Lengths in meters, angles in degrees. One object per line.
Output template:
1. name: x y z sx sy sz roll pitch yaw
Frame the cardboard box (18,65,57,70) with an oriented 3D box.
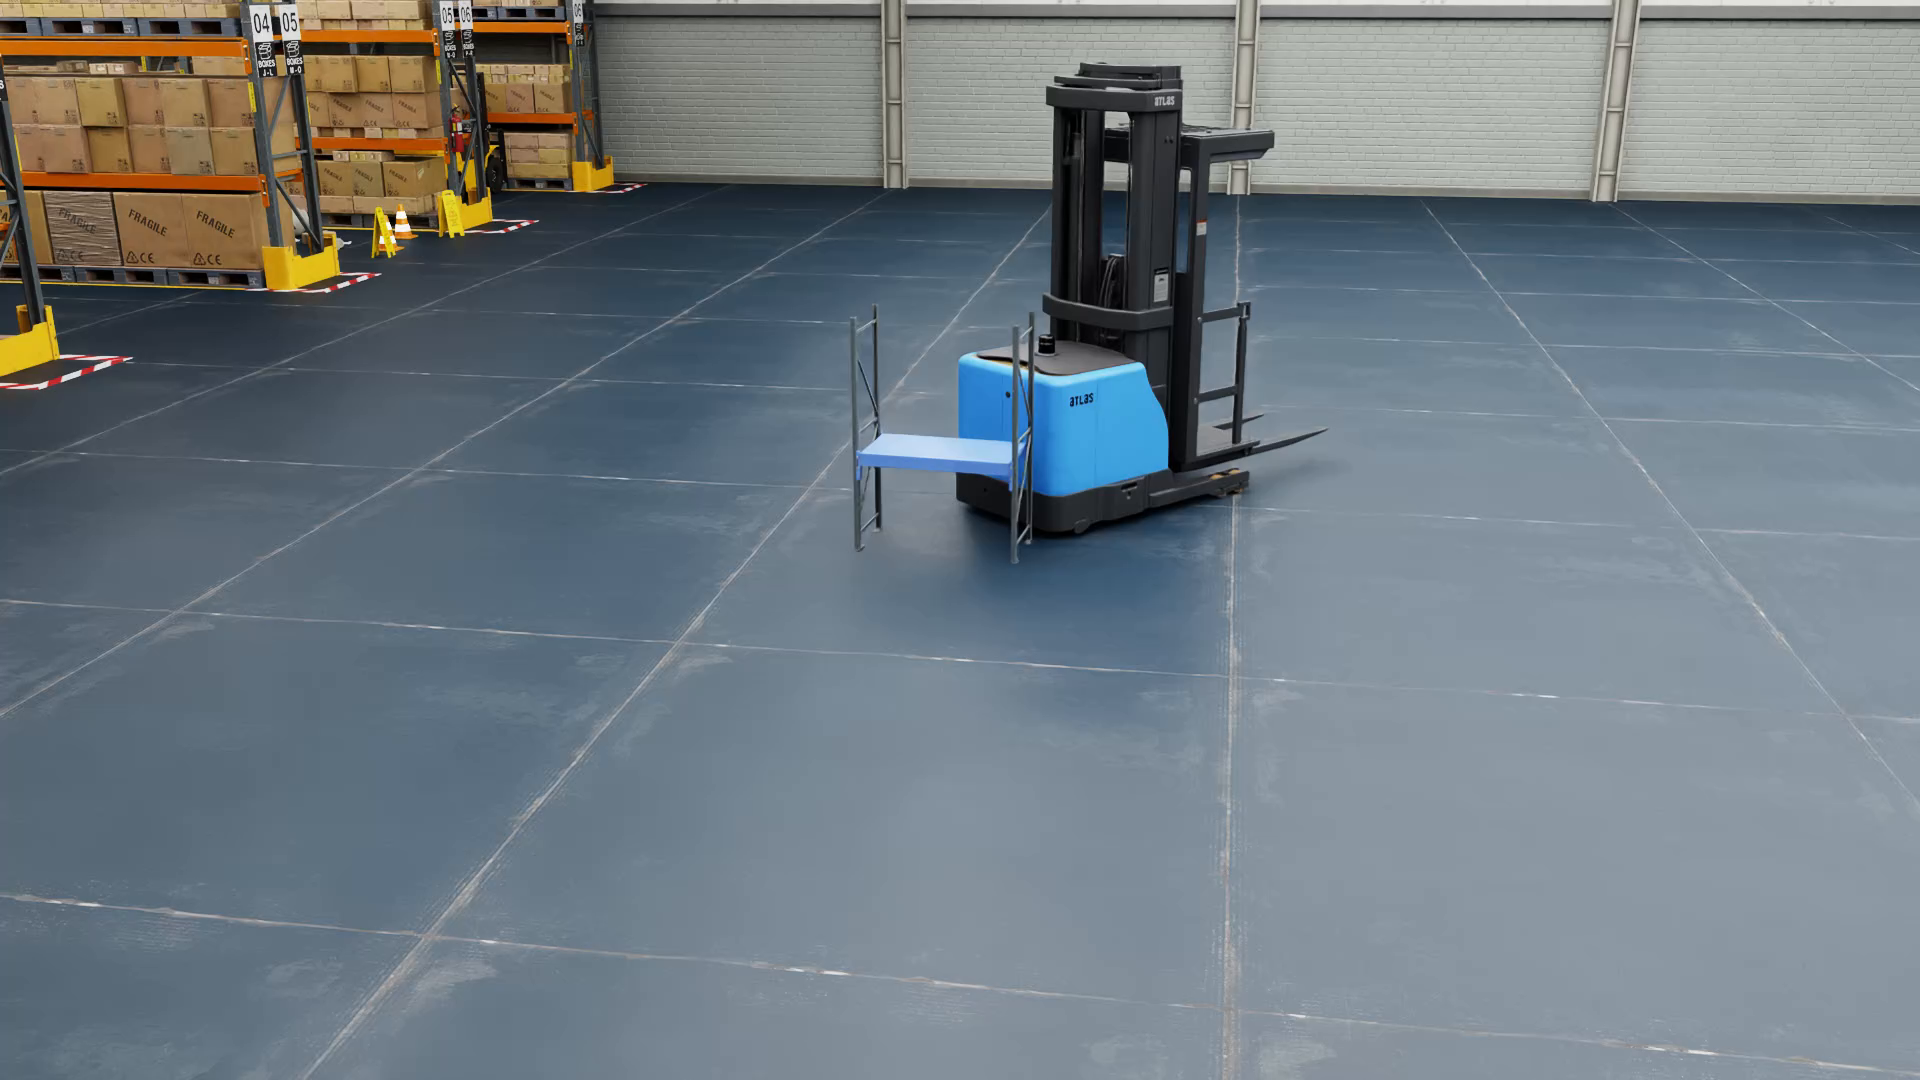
1. cardboard box: -16.631 -8.363 30.252 0.500 0.500 0.700 3 19 8

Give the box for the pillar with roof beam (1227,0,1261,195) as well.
1. pillar with roof beam: 4.110 -8.882 23.168 0.400 9.000 9.100 3 19 9

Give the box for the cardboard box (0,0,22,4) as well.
1. cardboard box: -10.992 -6.365 19.319 0.500 0.250 0.500 3 19 8

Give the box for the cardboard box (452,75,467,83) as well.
1. cardboard box: -8.664 -8.047 28.945 0.250 0.149 0.380 3 19 8

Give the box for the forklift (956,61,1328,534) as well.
1. forklift: 1.425 -1.796 11.550 3.031 2.935 1.130 -15 24 -38

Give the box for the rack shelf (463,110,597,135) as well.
1. rack shelf: -8.485 -7.432 29.422 4.000 0.370 1.077 3 19 9

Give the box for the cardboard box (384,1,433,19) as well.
1. cardboard box: -7.842 -7.551 23.684 0.500 0.250 0.500 3 19 8

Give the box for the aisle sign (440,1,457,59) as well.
1. aisle sign: -7.279 -7.256 23.666 0.004 0.787 0.394 3 19 9

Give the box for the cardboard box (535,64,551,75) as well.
1. cardboard box: -7.146 -8.124 28.706 0.250 0.149 0.380 3 19 9

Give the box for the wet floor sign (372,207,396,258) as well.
1. wet floor sign: -7.637 -4.064 21.932 0.232 0.644 0.267 0 19 -1

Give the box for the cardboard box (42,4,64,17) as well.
1. cardboard box: -10.366 -6.125 19.229 0.250 0.149 0.380 3 19 9

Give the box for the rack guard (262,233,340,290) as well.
1. rack guard: -7.956 -3.375 20.102 0.348 0.500 1.175 3 19 9

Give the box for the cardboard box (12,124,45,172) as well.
1. cardboard box: -11.016 -4.799 20.181 0.550 0.550 0.875 3 19 9

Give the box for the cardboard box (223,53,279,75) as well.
1. cardboard box: -10.343 -6.859 24.373 0.500 0.500 0.700 3 19 9

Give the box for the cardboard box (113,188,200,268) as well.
1. cardboard box: -9.529 -3.810 20.150 0.875 0.875 0.875 3 19 8

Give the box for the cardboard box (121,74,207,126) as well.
1. cardboard box: -9.429 -5.245 19.814 0.550 0.550 0.875 3 19 9

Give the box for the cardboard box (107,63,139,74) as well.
1. cardboard box: -12.418 -6.997 24.678 0.250 0.149 0.380 2 19 7

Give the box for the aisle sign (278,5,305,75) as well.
1. aisle sign: -7.862 -5.885 19.567 0.004 0.787 0.394 3 19 9

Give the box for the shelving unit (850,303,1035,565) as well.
1. shelving unit: -0.101 -0.675 10.457 1.048 1.500 0.538 5 19 14

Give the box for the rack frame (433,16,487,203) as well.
1. rack frame: -7.294 -6.118 24.359 0.127 3.000 1.000 3 19 9

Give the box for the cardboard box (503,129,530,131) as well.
1. cardboard box: -7.941 -7.178 29.625 0.500 0.250 0.500 3 19 8

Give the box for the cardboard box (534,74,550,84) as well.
1. cardboard box: -7.155 -7.961 28.689 0.250 0.149 0.380 3 19 10

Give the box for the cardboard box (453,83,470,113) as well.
1. cardboard box: -8.553 -7.739 29.048 0.500 0.500 0.500 3 19 9

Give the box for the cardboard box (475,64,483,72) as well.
1. cardboard box: -8.413 -8.196 28.923 0.250 0.149 0.380 3 19 9

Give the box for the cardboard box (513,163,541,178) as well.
1. cardboard box: -7.514 -6.521 29.235 0.500 0.250 0.500 3 19 9

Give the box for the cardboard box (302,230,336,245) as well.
1. cardboard box: -8.908 -4.199 23.117 0.250 0.149 0.380 14 23 37

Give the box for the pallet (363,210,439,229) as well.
1. pallet: -8.166 -4.851 24.968 1.213 0.211 1.003 3 19 9

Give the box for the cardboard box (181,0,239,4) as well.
1. cardboard box: -8.507 -6.238 18.939 0.500 0.250 0.500 3 19 9

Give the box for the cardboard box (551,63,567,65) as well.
1. cardboard box: -7.061 -8.286 29.190 0.250 0.149 0.380 4 19 11

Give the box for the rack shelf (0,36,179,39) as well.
1. rack shelf: -13.218 -7.501 24.900 4.000 0.370 1.077 3 19 9

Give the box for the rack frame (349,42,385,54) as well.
1. rack frame: -10.460 -7.874 29.609 0.127 3.000 1.000 3 19 9

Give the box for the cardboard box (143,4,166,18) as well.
1. cardboard box: -9.114 -6.061 19.038 0.250 0.149 0.380 3 19 9

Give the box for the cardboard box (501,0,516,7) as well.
1. cardboard box: -7.627 -9.237 28.349 0.258 0.266 0.396 3 19 9

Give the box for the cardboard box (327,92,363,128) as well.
1. cardboard box: -8.861 -6.300 24.278 0.500 0.500 0.500 3 19 8

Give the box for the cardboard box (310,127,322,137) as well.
1. cardboard box: -9.469 -6.012 24.440 0.250 0.149 0.380 3 19 8

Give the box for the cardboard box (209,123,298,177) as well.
1. cardboard box: -8.353 -4.637 19.699 0.550 0.550 0.875 3 19 9

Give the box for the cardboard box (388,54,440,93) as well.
1. cardboard box: -7.833 -6.737 24.010 0.500 0.500 0.700 2 19 7

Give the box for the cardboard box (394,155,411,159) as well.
1. cardboard box: -8.587 -5.522 25.068 0.500 0.500 0.500 2 19 7

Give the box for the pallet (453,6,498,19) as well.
1. pallet: -8.413 -9.158 28.857 1.213 0.211 1.003 3 19 9

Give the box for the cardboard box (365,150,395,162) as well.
1. cardboard box: -8.500 -5.632 24.376 0.250 0.149 0.380 3 19 10

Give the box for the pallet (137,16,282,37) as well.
1. pallet: -8.714 -5.976 19.349 1.213 0.211 1.003 3 19 9

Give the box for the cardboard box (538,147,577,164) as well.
1. cardboard box: -7.041 -6.732 29.078 0.500 0.250 0.500 3 19 8

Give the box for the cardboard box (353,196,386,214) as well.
1. cardboard box: -8.645 -4.998 24.684 0.500 0.250 0.500 3 19 9

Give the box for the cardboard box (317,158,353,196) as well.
1. cardboard box: -9.140 -5.380 24.644 0.500 0.500 0.500 2 19 7

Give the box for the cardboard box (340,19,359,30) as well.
1. cardboard box: -8.692 -7.409 23.887 0.250 0.149 0.380 3 19 8

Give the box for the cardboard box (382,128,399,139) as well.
1. cardboard box: -8.215 -5.948 24.248 0.250 0.149 0.380 3 19 8
